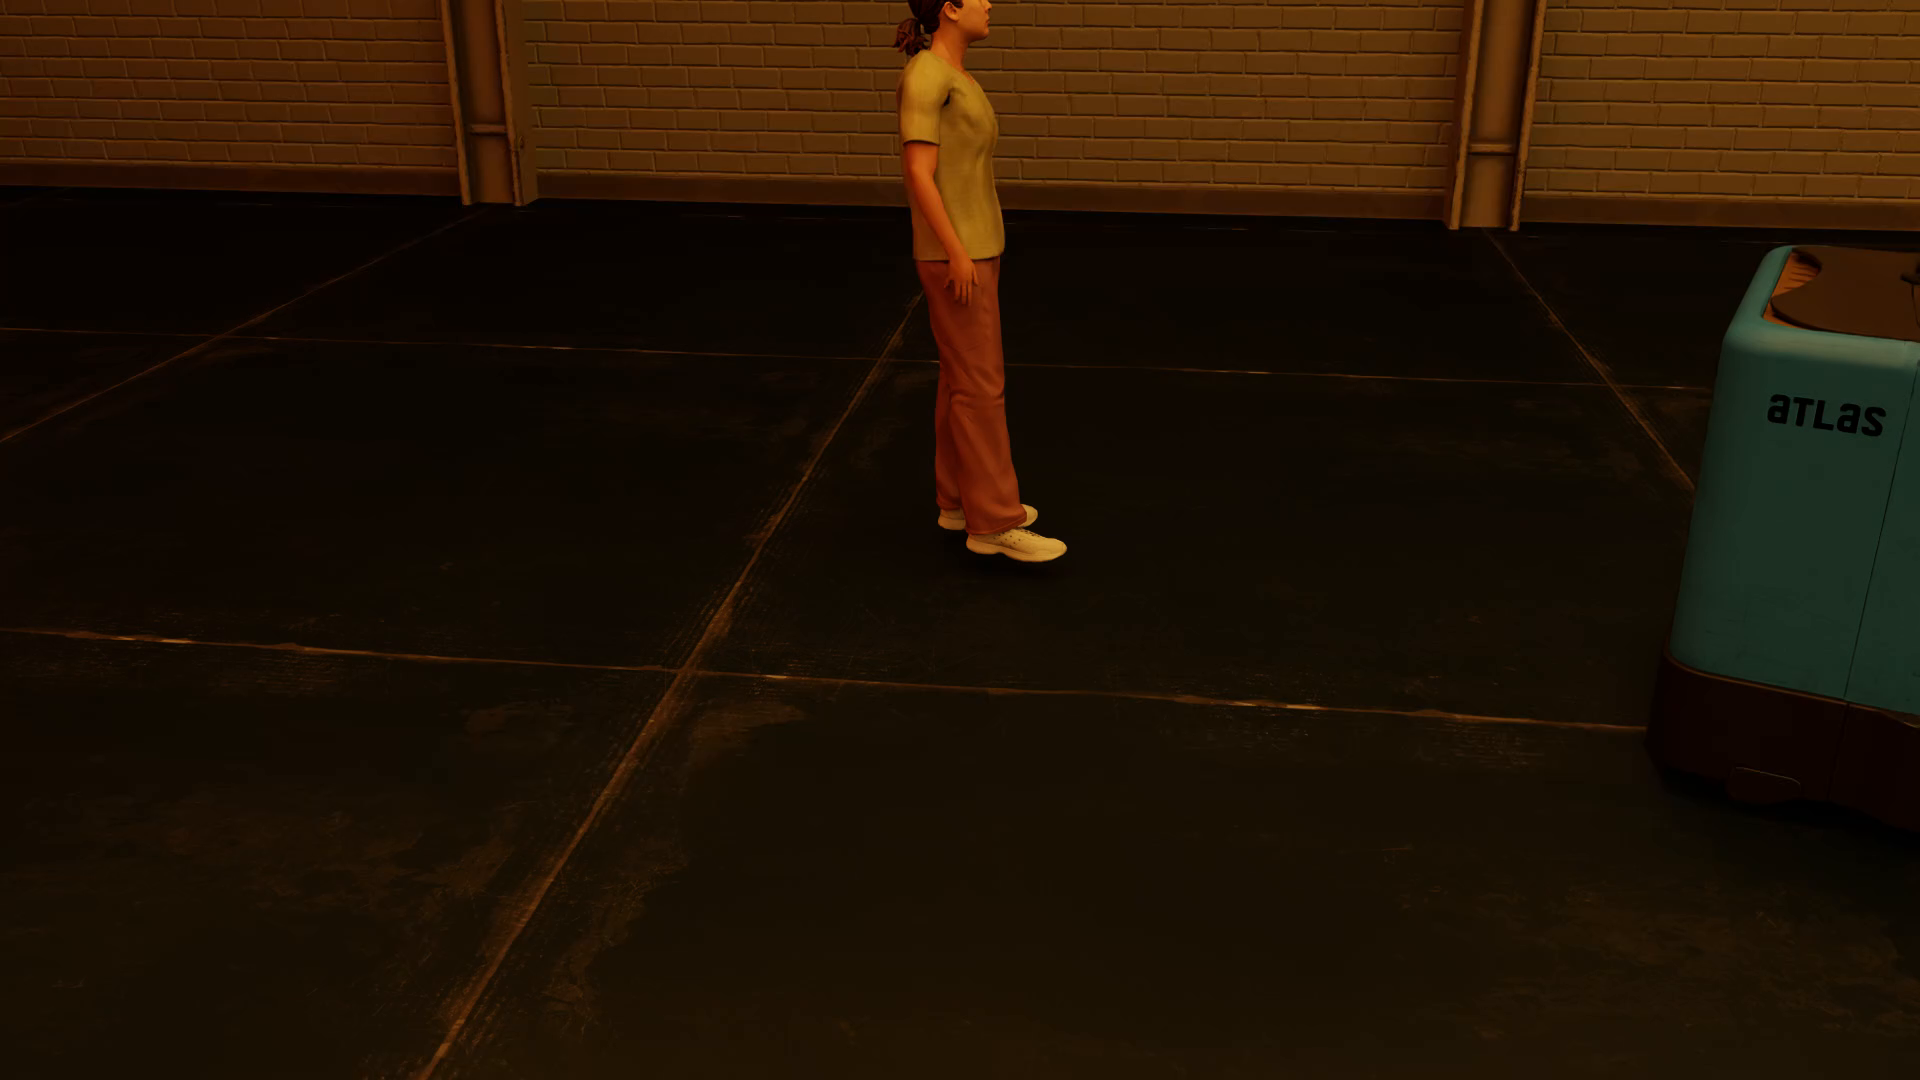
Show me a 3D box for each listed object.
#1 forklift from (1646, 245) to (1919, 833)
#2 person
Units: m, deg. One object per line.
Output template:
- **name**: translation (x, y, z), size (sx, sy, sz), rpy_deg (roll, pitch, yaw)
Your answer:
- **forklift**: translation (3.110, -0.691, 2.969), size (3.031, 2.935, 1.130), rpy_deg (12, 25, 27)
- **person**: translation (0.071, -0.814, 4.827), size (0.548, 1.675, 0.552), rpy_deg (3, 22, 7)
